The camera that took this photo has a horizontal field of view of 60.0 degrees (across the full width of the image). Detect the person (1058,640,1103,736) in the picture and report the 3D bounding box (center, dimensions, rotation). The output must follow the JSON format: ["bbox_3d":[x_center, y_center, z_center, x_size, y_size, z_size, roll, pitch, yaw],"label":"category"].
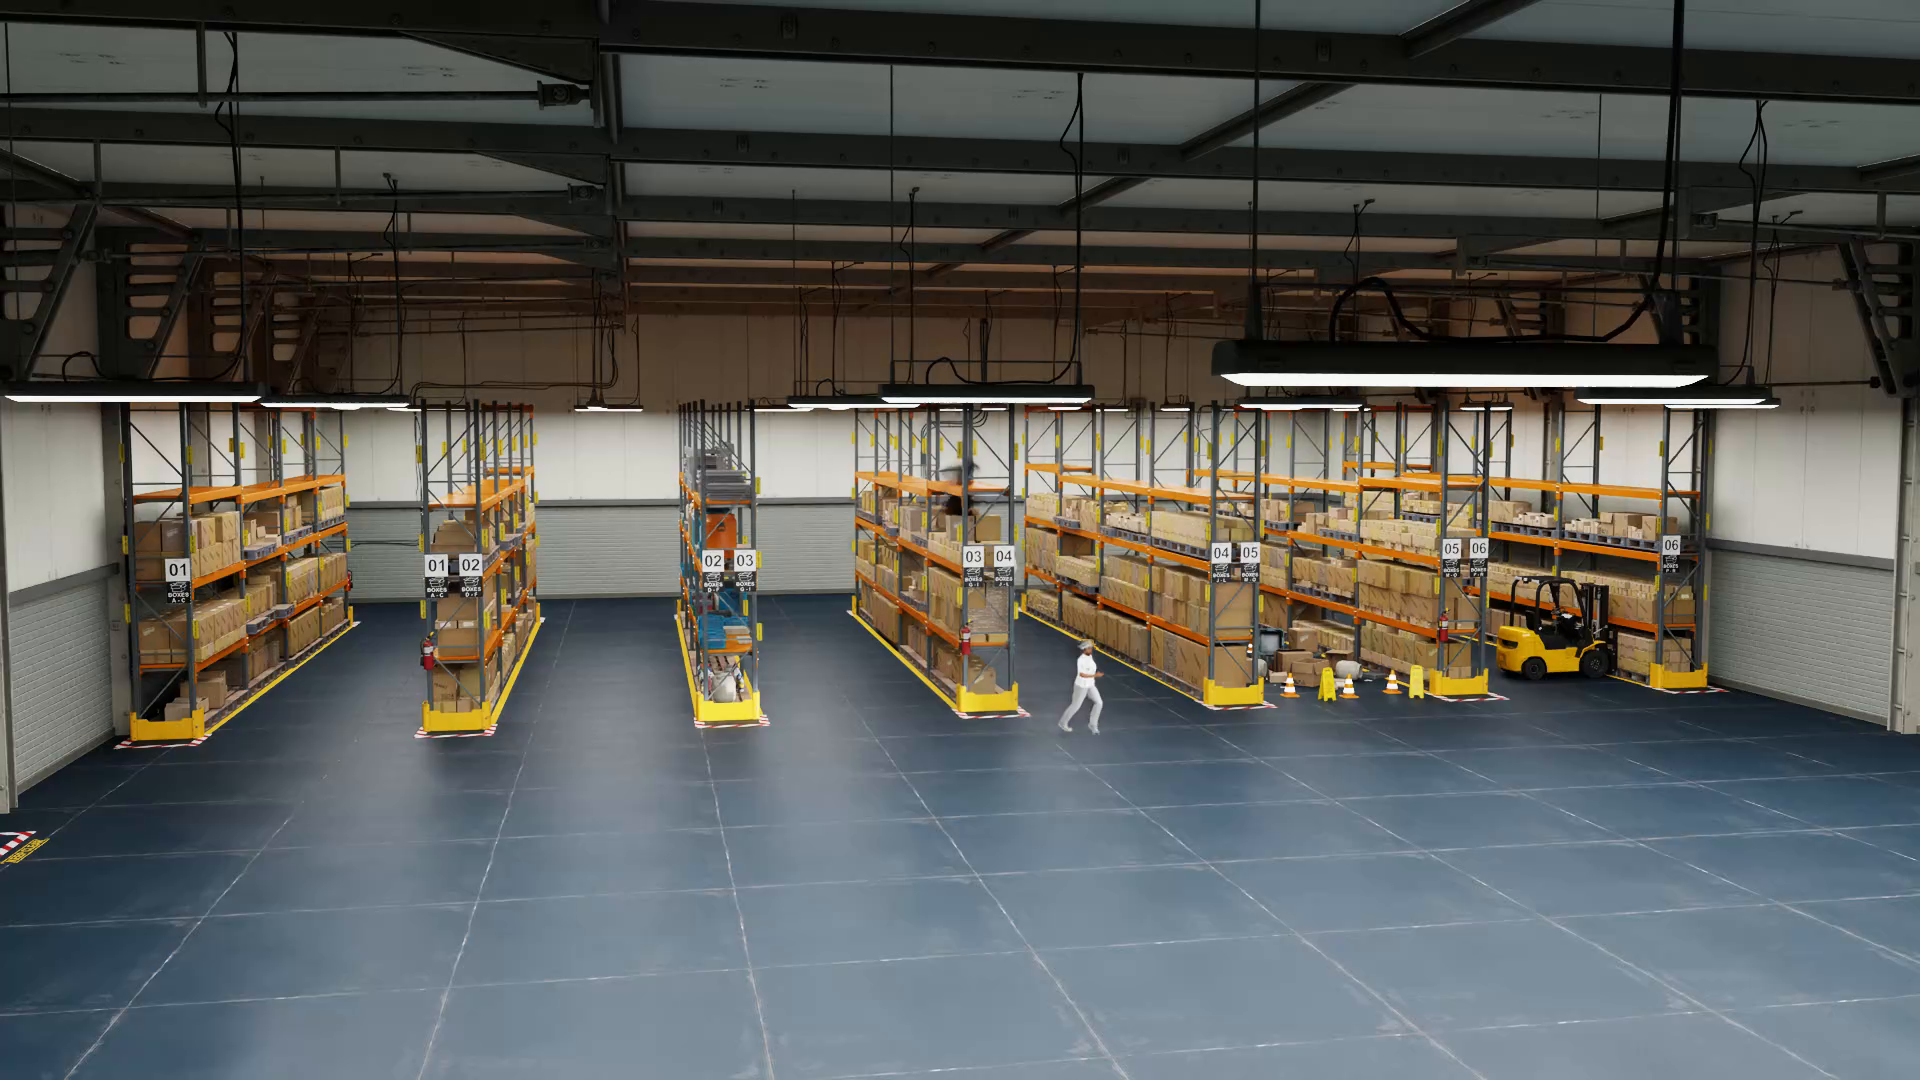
[{"bbox_3d":[2.211,2.641,29.734,0.882,1.740,0.583,3,5,34],"label":"person"}]

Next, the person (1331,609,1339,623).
[{"bbox_3d":[9.937,1.581,43.988,0.560,1.712,0.727,-1,4,-13],"label":"person"}]
